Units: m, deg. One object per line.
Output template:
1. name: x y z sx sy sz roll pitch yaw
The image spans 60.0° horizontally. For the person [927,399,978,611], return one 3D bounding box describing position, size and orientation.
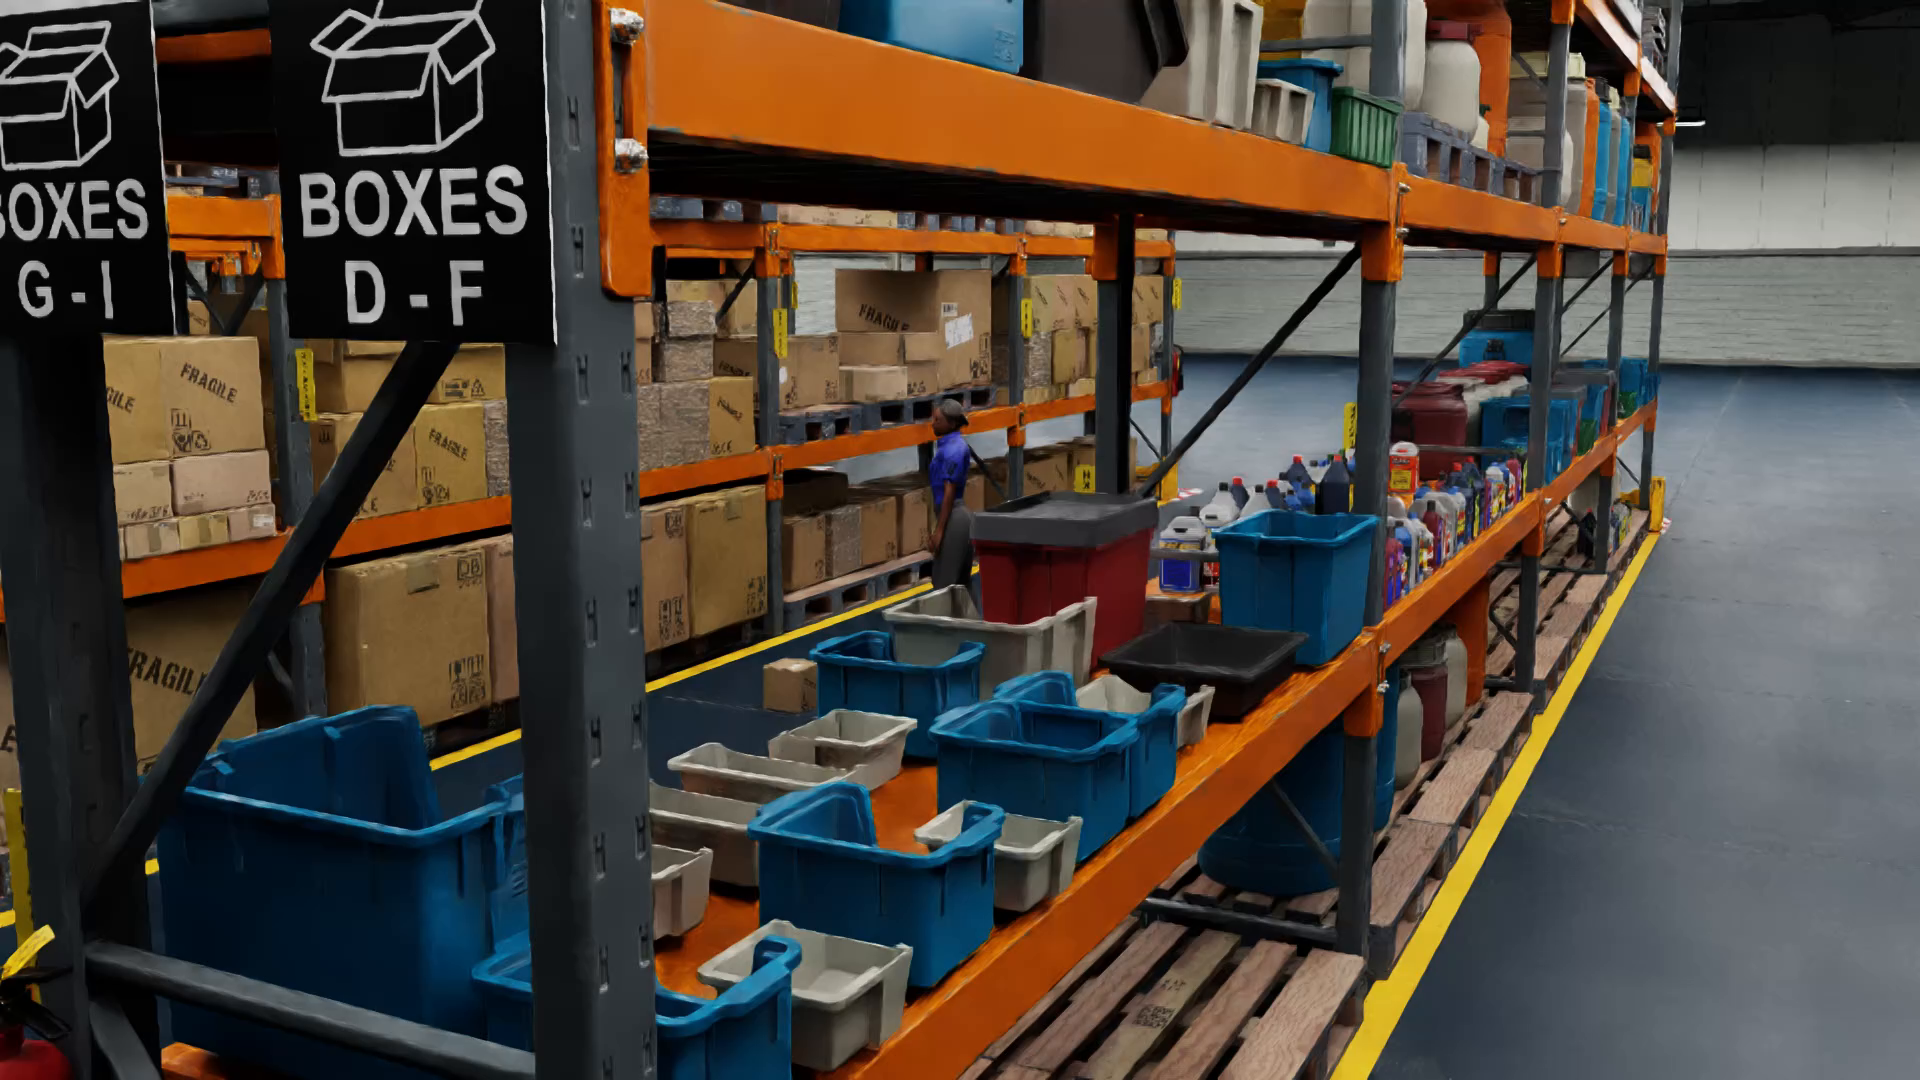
1. person: -0.099 -0.077 10.703 0.437 1.666 0.535 1 9 5
